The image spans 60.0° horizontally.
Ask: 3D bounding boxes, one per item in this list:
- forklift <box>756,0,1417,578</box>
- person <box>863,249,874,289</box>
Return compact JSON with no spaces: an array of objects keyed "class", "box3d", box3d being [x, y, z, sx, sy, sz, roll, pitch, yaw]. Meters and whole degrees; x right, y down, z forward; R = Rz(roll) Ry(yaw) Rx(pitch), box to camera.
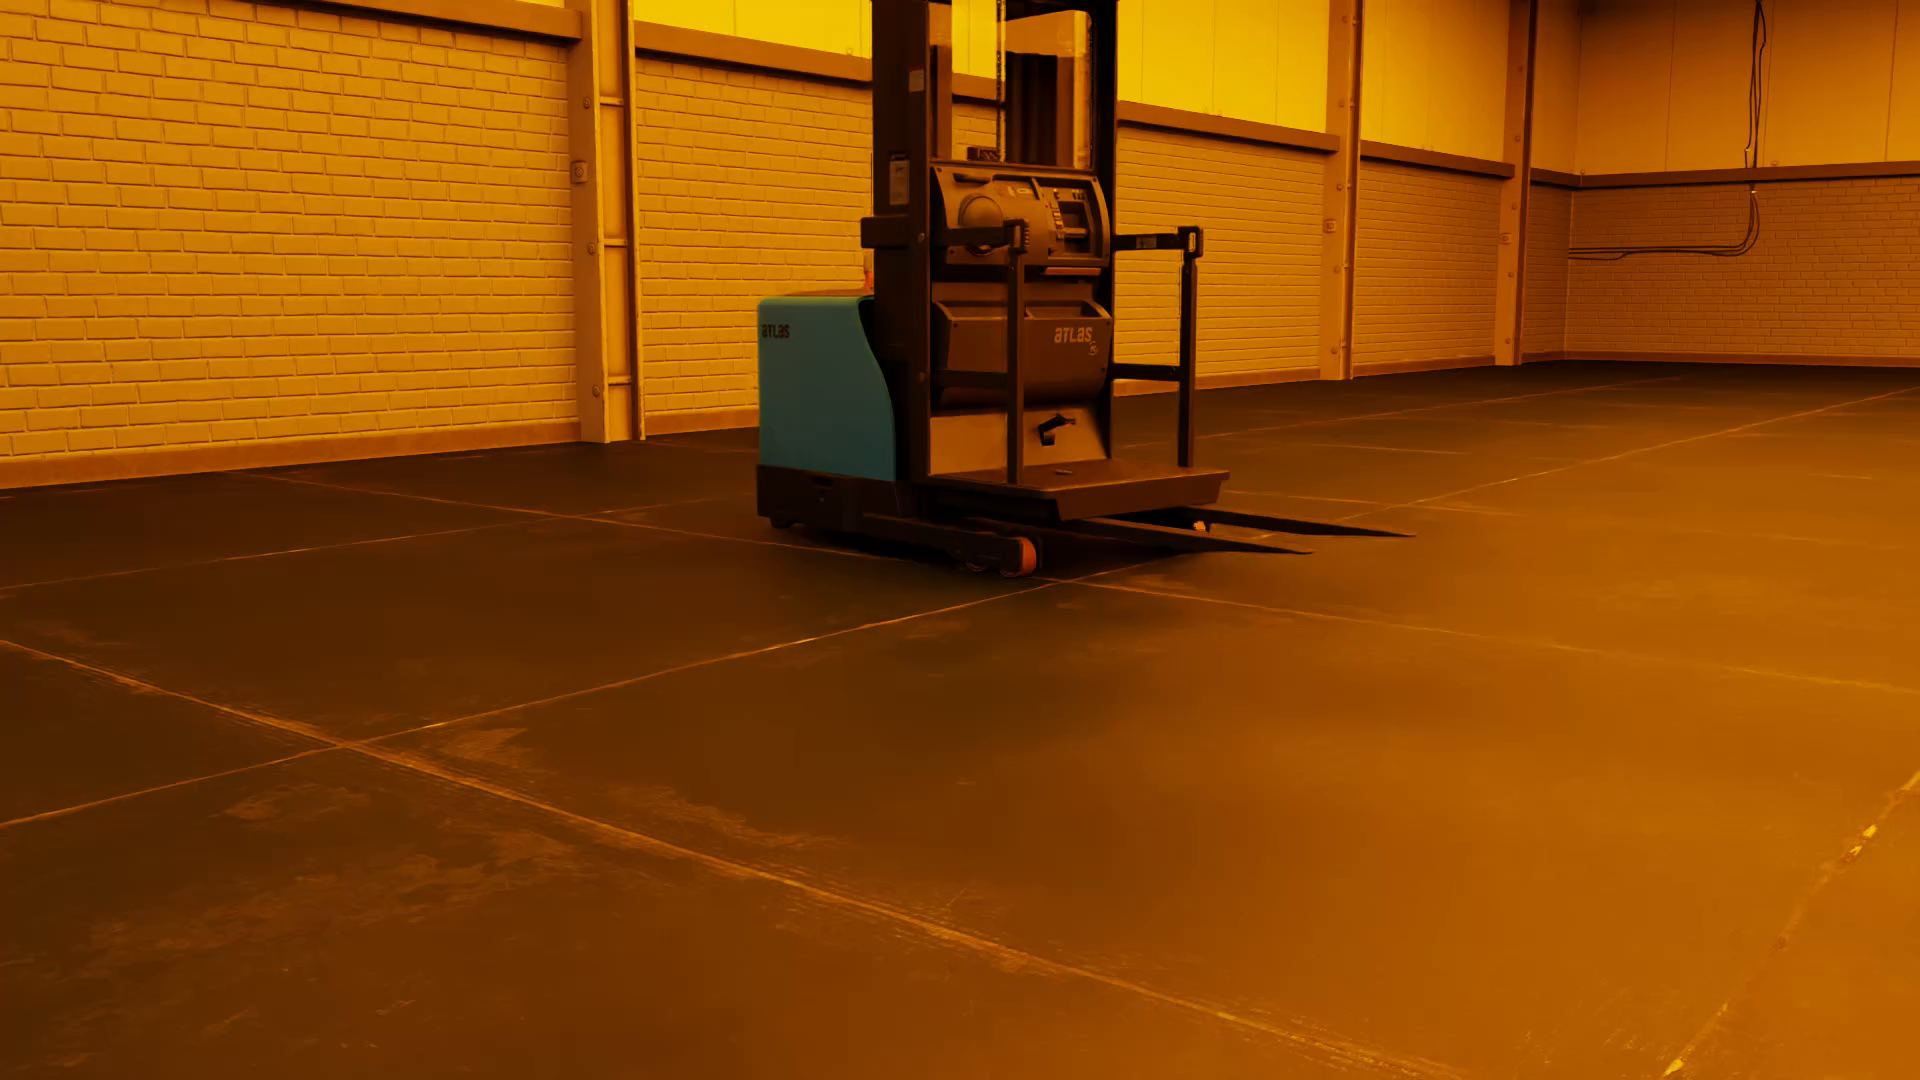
[{"class":"forklift","box3d":[0.406,-1.384,6.741,1.130,2.935,3.031,-7,11,-41]},{"class":"person","box3d":[-0.335,-1.372,10.654,0.608,1.777,0.455,-1,8,-6]}]
